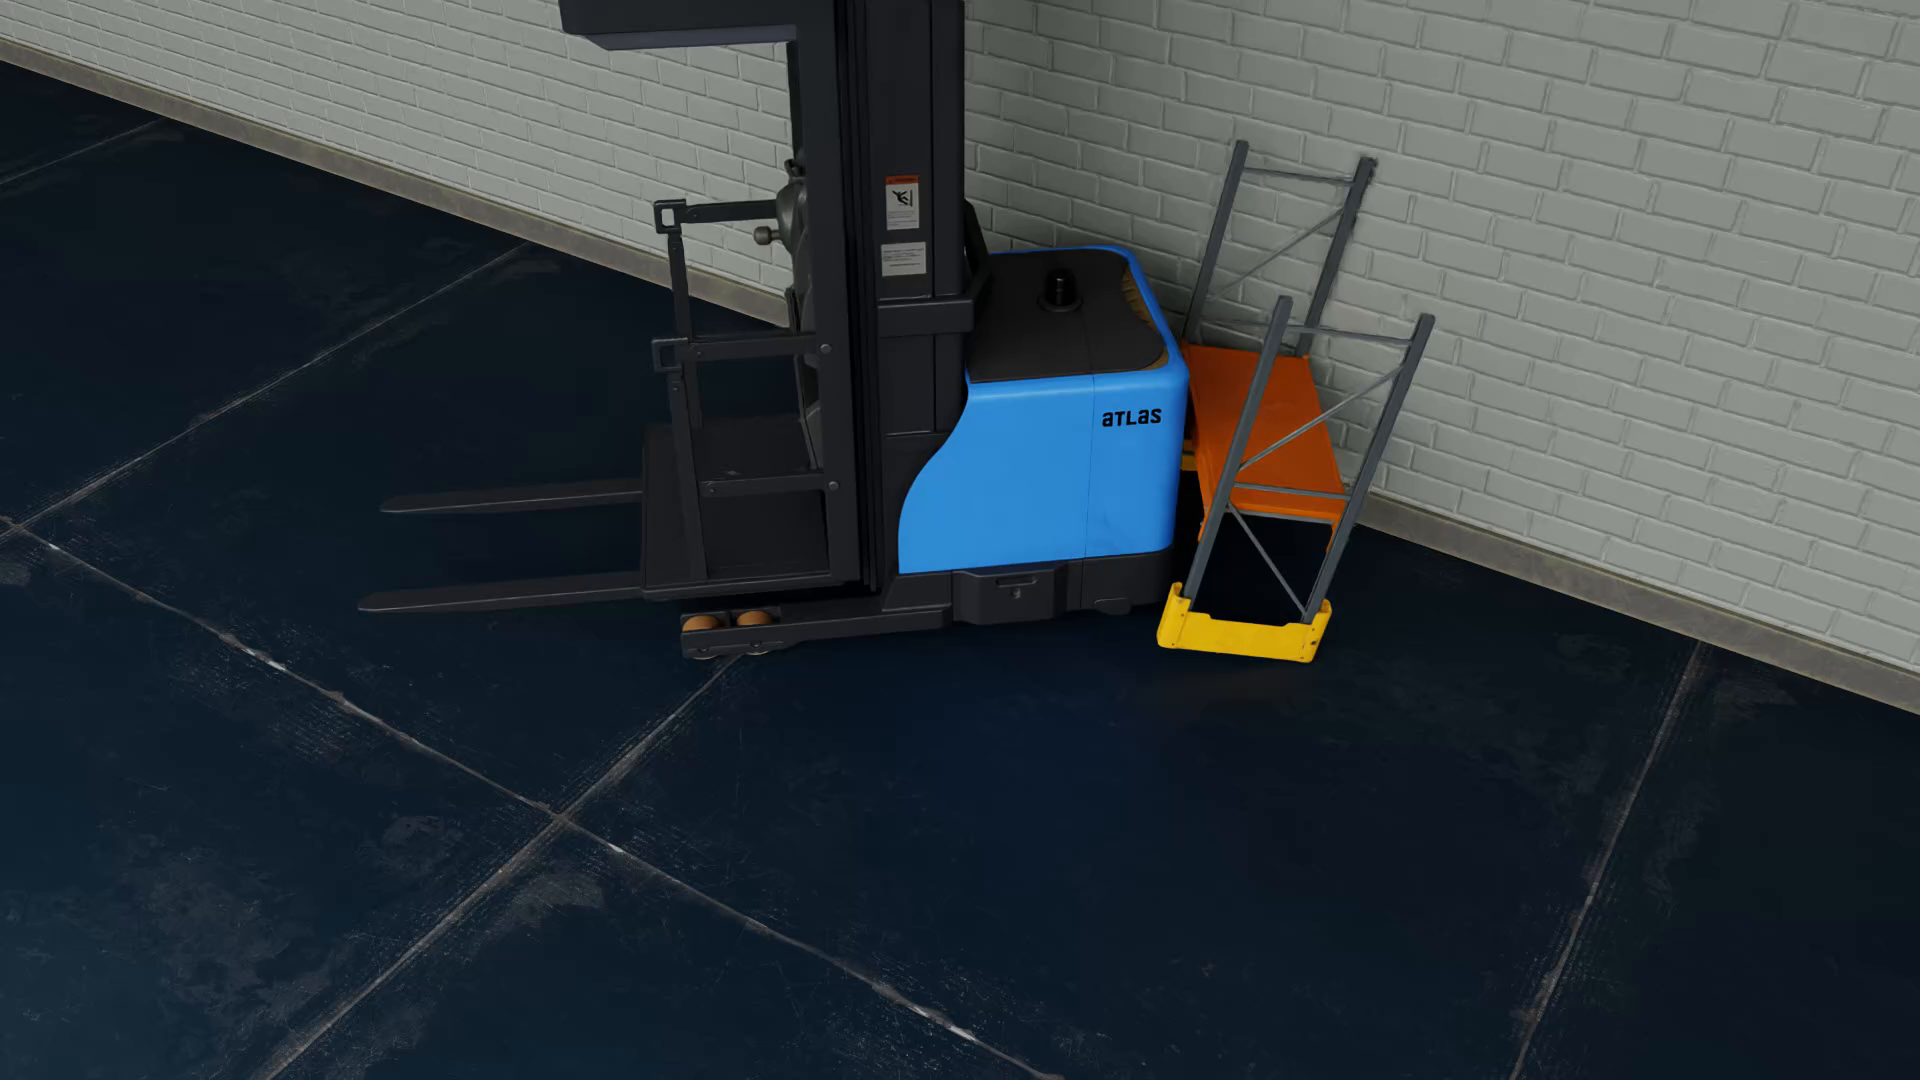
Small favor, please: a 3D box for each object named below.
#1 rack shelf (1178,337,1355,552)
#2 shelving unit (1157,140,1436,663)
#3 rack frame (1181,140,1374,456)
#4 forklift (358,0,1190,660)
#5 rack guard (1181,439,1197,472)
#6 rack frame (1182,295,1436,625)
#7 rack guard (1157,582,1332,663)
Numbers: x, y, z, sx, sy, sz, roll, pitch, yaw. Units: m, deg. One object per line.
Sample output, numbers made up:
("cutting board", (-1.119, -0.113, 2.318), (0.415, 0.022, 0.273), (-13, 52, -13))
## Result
("rack shelf", (1.099, -0.363, 6.162), (0.538, 0.185, 1.000), (6, 41, -6))
("shelving unit", (1.126, -0.491, 6.039), (0.587, 1.500, 1.083), (6, 41, -6))
("rack frame", (1.124, -0.831, 6.429), (0.500, 1.500, 0.032), (6, 41, -6))
("forklift", (-0.741, -1.061, 5.725), (3.031, 2.935, 1.130), (-5, 38, -6))
("rack guard", (1.031, -0.351, 6.820), (0.587, 0.250, 0.087), (6, 41, -6))
("rack frame", (1.127, -0.164, 5.662), (0.500, 1.500, 0.032), (6, 41, -6))
("rack guard", (1.034, 0.302, 6.068), (0.587, 0.250, 0.087), (6, 41, -6))
